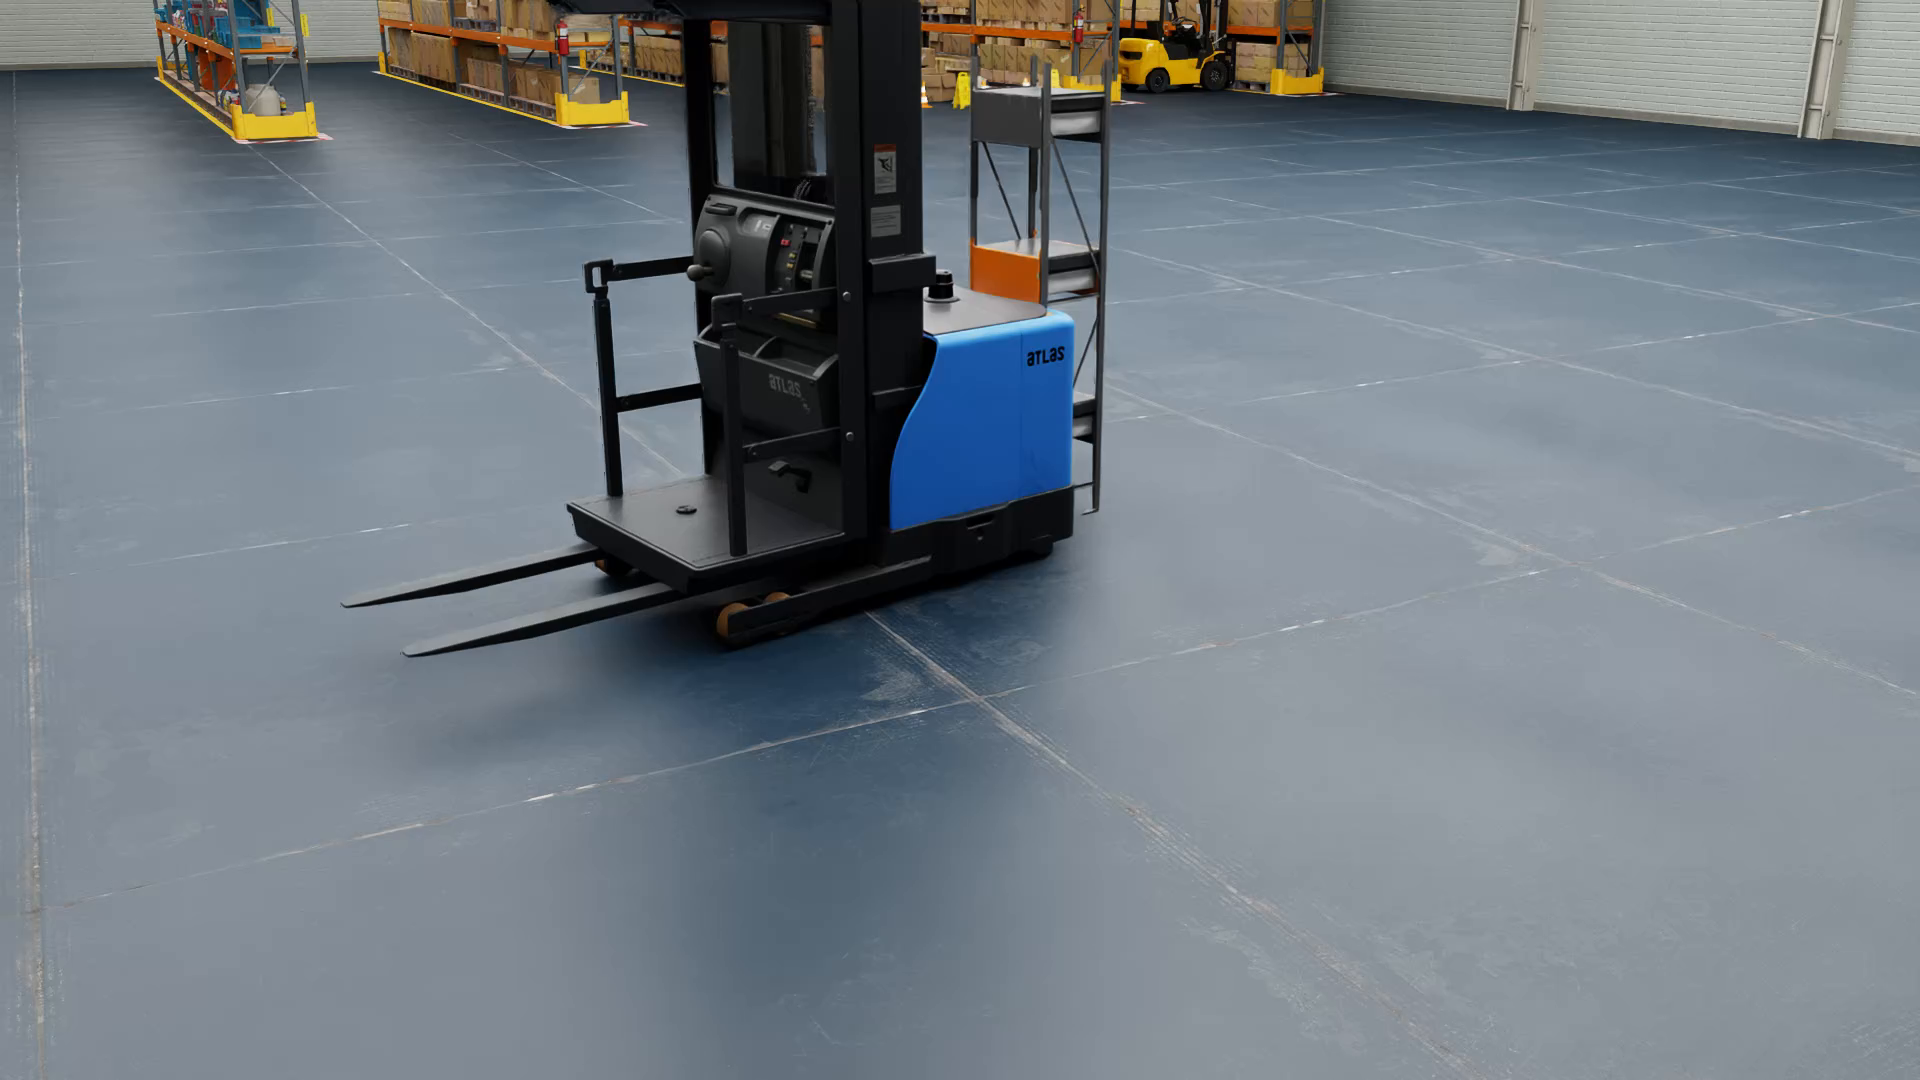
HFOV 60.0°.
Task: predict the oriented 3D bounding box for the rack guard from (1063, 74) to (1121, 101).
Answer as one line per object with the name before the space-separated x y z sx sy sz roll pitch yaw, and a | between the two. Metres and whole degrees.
rack guard | 2.566 -8.771 32.284 1.175 0.500 0.348 -10 21 -27

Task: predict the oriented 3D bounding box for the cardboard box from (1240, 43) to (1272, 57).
cardboard box | 6.228 -10.302 34.926 0.500 0.250 0.500 -10 21 -26

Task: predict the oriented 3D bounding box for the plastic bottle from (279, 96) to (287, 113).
plastic bottle | -11.065 -7.116 27.163 0.097 0.271 0.097 0 19 0

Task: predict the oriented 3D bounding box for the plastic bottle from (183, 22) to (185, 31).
plastic bottle | -15.131 -10.067 32.513 0.097 0.201 0.097 0 19 0

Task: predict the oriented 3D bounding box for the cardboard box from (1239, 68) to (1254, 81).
cardboard box | 6.240 -9.830 35.091 0.500 0.250 0.500 -10 21 -27

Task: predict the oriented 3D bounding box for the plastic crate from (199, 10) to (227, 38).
plastic crate | -12.877 -8.899 28.724 0.402 0.464 0.583 -10 21 -27

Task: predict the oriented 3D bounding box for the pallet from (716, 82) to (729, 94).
pallet | -4.621 -9.526 34.914 1.003 0.211 1.213 -10 21 -27

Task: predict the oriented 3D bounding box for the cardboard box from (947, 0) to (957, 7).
cardboard box | 0.045 -11.705 35.700 0.500 0.500 0.500 -10 21 -26

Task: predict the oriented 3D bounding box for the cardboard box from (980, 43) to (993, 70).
cardboard box | 0.746 -10.121 34.786 0.500 0.500 0.500 -9 21 -24

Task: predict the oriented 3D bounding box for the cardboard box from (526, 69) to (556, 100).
cardboard box | -7.585 -8.277 30.208 0.500 0.500 0.500 -3 19 -9

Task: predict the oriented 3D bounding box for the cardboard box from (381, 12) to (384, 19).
cardboard box | -13.715 -12.644 40.060 0.380 0.149 0.250 -10 22 -27

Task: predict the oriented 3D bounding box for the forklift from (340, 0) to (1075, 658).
forklift | -0.952 -1.166 6.518 3.031 2.935 1.130 -15 24 -37

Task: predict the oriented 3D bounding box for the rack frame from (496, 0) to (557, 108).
rack frame | -8.018 -9.544 30.692 1.000 3.000 0.127 -10 21 -27

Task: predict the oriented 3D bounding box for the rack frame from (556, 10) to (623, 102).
rack frame | -6.119 -8.396 27.364 1.000 3.000 0.127 -10 21 -27

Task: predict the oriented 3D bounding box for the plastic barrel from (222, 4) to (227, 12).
plastic barrel | -13.192 -9.485 30.311 0.433 0.535 0.433 0 19 0

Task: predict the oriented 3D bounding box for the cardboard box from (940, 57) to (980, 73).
cardboard box | 0.107 -10.392 36.533 0.950 0.372 0.625 -9 21 -23

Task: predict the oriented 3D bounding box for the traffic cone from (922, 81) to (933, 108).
traffic cone | -0.708 -8.308 31.000 0.336 0.463 0.334 -10 21 -27

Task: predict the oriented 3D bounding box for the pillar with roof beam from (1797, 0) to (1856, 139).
pillar with roof beam | 9.341 -9.765 22.134 9.100 9.000 0.400 -10 21 -27

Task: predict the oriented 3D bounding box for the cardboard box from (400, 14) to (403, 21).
cardboard box | -12.617 -11.980 38.137 0.380 0.149 0.250 -10 21 -26

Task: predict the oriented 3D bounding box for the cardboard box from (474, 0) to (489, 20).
cardboard box | -8.923 -10.275 32.007 0.797 0.503 0.637 -8 20 -21

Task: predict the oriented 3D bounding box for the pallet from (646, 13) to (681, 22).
pallet | -6.481 -11.903 37.822 1.003 0.211 1.213 -10 21 -27

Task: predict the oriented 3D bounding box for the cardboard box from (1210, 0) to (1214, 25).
cardboard box | 5.554 -11.436 36.023 0.500 0.500 0.500 -10 22 -27

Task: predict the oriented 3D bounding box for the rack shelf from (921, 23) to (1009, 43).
rack shelf | -0.247 -11.313 36.922 1.077 0.370 4.000 -10 21 -27

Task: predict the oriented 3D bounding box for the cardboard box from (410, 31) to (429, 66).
cardboard box | -12.060 -11.237 38.211 0.875 0.875 0.875 -10 21 -27

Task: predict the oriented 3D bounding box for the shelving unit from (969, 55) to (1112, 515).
shelving unit | 0.360 -1.154 7.758 0.431 2.100 0.503 -15 24 -37

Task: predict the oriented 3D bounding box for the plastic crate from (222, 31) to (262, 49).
plastic crate | -10.979 -7.656 25.447 0.499 0.251 0.616 -10 21 -27

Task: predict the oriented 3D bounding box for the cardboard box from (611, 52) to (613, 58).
cardboard box | -8.396 -12.000 41.080 0.380 0.149 0.250 -11 22 -29

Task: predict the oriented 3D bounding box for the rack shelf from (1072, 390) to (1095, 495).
rack shelf | 0.360 -0.480 7.990 0.431 0.518 0.480 -15 24 -37

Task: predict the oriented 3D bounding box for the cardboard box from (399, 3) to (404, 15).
cardboard box | -12.506 -12.145 38.002 0.500 0.250 0.500 -9 21 -25

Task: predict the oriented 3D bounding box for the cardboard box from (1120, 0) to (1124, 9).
cardboard box | 3.900 -12.558 38.889 0.500 0.250 0.500 -10 21 -26

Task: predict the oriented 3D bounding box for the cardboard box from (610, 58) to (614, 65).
cardboard box | -8.382 -11.788 40.921 0.380 0.149 0.250 -10 21 -27

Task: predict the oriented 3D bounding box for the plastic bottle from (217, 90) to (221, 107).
plastic bottle | -12.612 -7.536 28.380 0.097 0.271 0.097 0 19 0

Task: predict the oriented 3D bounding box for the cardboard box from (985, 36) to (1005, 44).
cardboard box | 0.752 -10.383 34.550 0.380 0.149 0.250 -10 21 -26

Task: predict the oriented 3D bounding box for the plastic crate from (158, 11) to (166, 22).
plastic crate | -17.480 -11.585 36.771 0.416 0.233 0.300 -10 21 -27

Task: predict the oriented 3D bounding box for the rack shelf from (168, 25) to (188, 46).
rack shelf | -15.226 -10.159 33.578 1.077 0.370 4.000 -10 21 -27

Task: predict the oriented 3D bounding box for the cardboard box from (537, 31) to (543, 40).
cardboard box | -7.044 -8.683 28.582 0.380 0.149 0.250 -10 21 -27

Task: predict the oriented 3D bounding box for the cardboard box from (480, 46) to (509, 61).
cardboard box | -9.312 -9.735 33.253 0.500 0.250 0.500 -7 20 -21

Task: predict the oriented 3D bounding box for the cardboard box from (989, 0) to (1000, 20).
cardboard box | 0.926 -10.957 34.177 0.500 0.500 0.500 -10 21 -27

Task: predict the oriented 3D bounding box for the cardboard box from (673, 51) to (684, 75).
cardboard box | -6.047 -10.597 36.932 0.500 0.500 0.500 -10 21 -27

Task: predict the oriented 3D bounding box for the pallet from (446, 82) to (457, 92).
pallet | -10.226 -9.612 35.164 1.003 0.211 1.213 -10 21 -27

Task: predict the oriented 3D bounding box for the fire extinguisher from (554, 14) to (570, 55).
fire extinguisher | -6.470 -8.255 27.075 0.296 0.674 0.183 -10 21 -27

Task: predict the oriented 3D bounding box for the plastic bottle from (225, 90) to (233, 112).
plastic bottle | -11.979 -7.207 27.306 0.144 0.351 0.185 -9 21 -24

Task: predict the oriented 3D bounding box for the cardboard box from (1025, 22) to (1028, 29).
cardboard box | 1.528 -10.328 33.349 0.380 0.149 0.250 -10 21 -27

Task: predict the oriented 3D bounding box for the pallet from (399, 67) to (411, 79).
pallet | -12.693 -11.104 39.486 1.003 0.211 1.213 -10 21 -27

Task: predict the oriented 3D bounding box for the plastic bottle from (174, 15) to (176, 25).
plastic bottle | -16.087 -10.678 34.176 0.097 0.271 0.097 0 19 0

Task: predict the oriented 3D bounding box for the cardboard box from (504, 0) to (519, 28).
cardboard box | -7.653 -9.444 29.793 0.875 0.500 0.500 -10 21 -27

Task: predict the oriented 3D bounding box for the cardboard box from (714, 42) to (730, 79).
cardboard box | -4.877 -10.128 35.188 1.050 0.750 0.750 -10 21 -26

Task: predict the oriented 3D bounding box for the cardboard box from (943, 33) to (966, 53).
cardboard box | -0.050 -13.869 46.414 0.700 0.500 0.500 -9 21 -24

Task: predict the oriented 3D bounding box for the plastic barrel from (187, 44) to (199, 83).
plastic barrel | -15.597 -9.918 34.349 0.600 0.901 0.708 -10 21 -27

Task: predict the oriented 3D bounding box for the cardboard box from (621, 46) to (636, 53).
cardboard box | -7.958 -11.841 40.163 0.380 0.149 0.250 -10 21 -26
